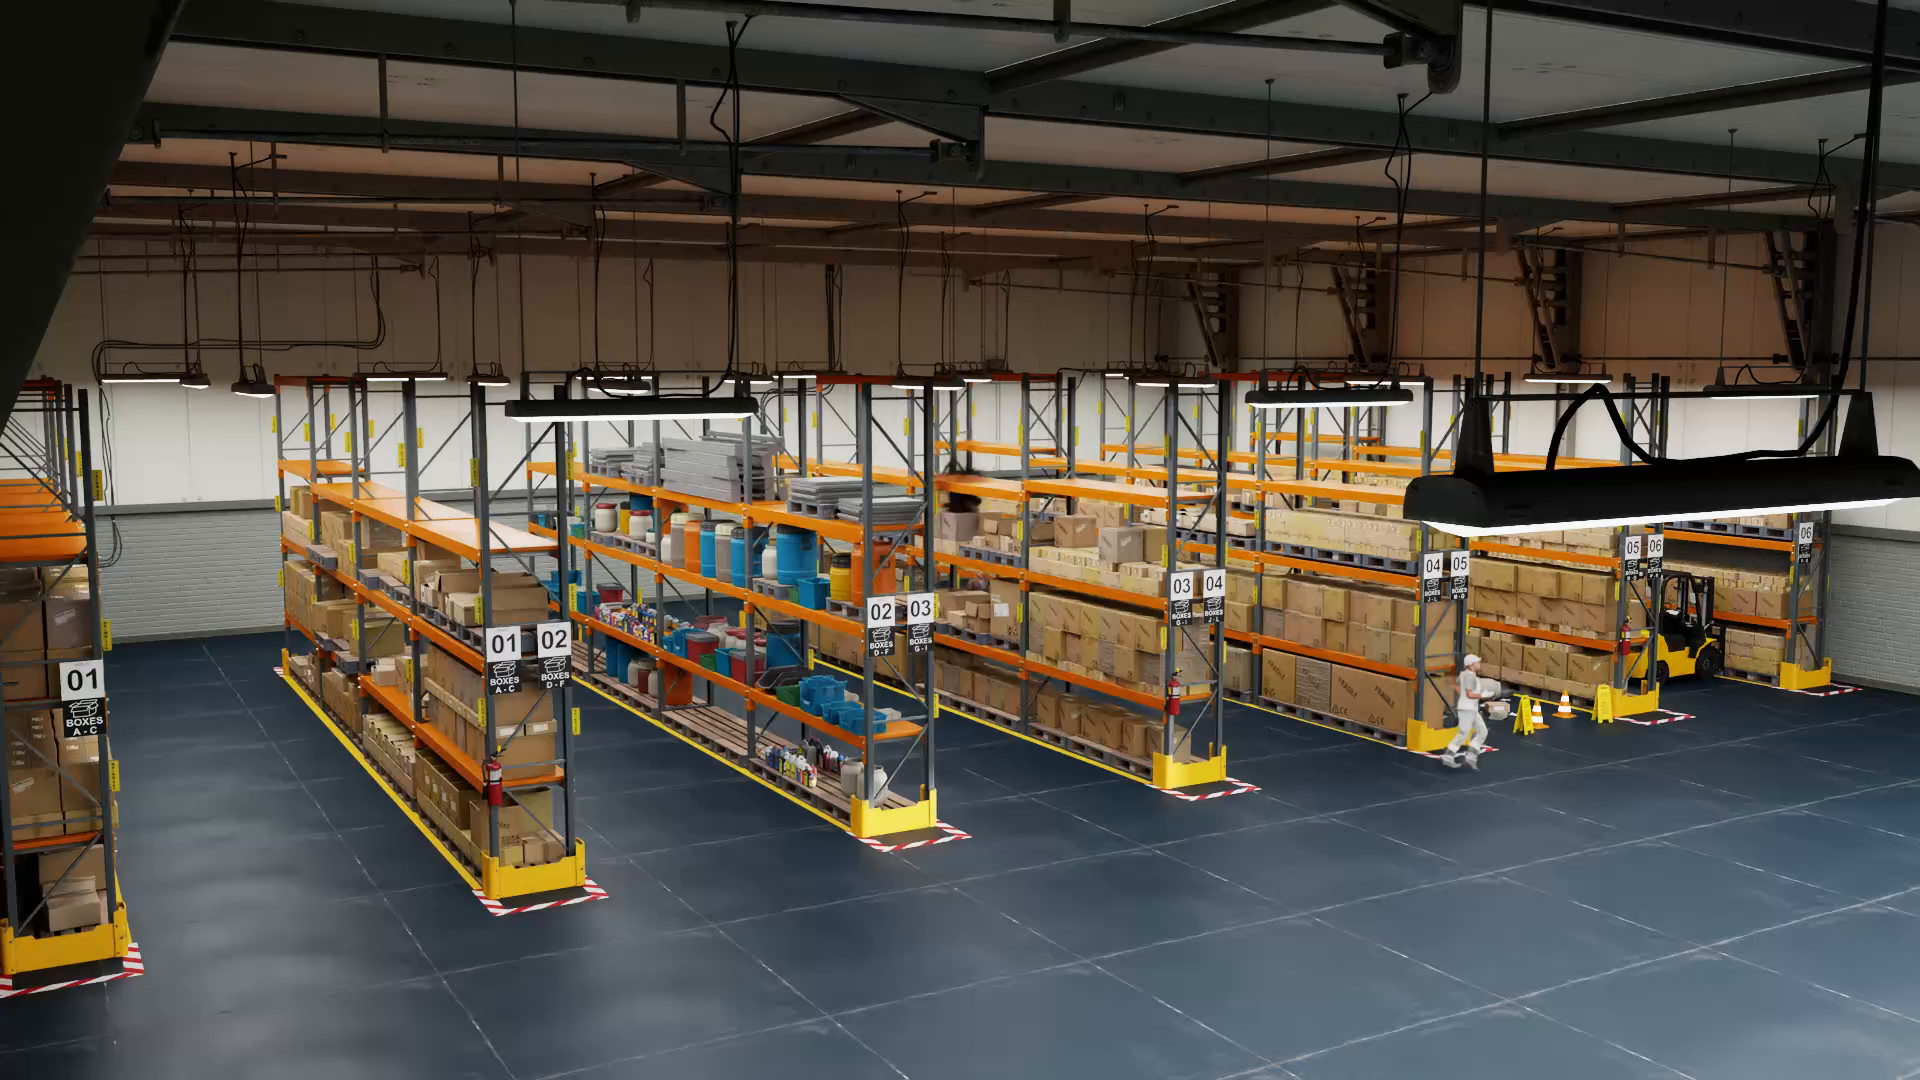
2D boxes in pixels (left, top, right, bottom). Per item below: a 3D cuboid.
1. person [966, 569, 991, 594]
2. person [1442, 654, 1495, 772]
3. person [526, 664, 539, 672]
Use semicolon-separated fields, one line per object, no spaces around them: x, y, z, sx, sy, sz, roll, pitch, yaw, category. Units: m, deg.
0.422;1.520;36.331;0.731;1.757;0.987;-3;7;-22;person
7.837;2.664;25.581;0.724;1.828;0.652;2;7;21;person
-7.612;2.238;29.498;0.675;1.825;0.774;-3;7;-27;person
